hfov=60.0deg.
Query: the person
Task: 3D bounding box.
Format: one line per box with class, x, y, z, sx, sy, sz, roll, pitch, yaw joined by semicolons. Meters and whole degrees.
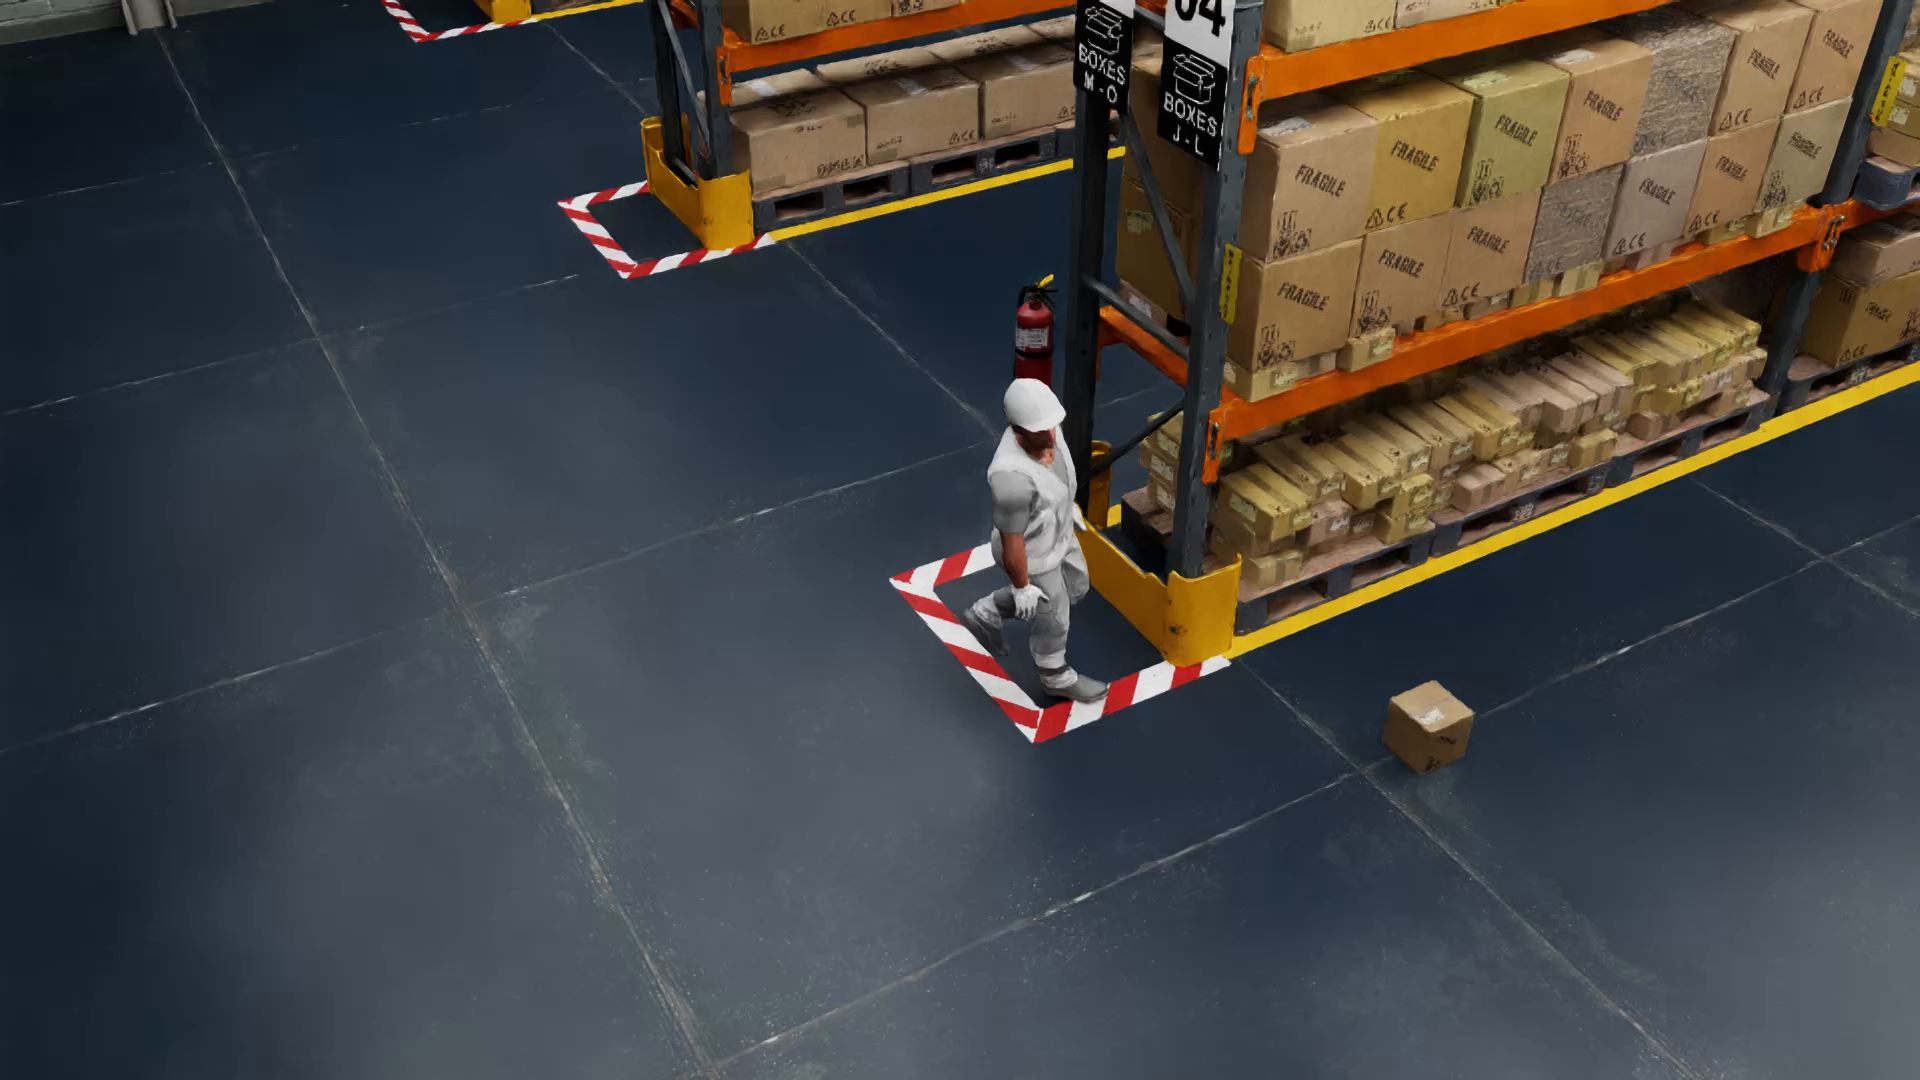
person;0.296;0.023;6.890;0.683;1.762;0.684;11;38;15
